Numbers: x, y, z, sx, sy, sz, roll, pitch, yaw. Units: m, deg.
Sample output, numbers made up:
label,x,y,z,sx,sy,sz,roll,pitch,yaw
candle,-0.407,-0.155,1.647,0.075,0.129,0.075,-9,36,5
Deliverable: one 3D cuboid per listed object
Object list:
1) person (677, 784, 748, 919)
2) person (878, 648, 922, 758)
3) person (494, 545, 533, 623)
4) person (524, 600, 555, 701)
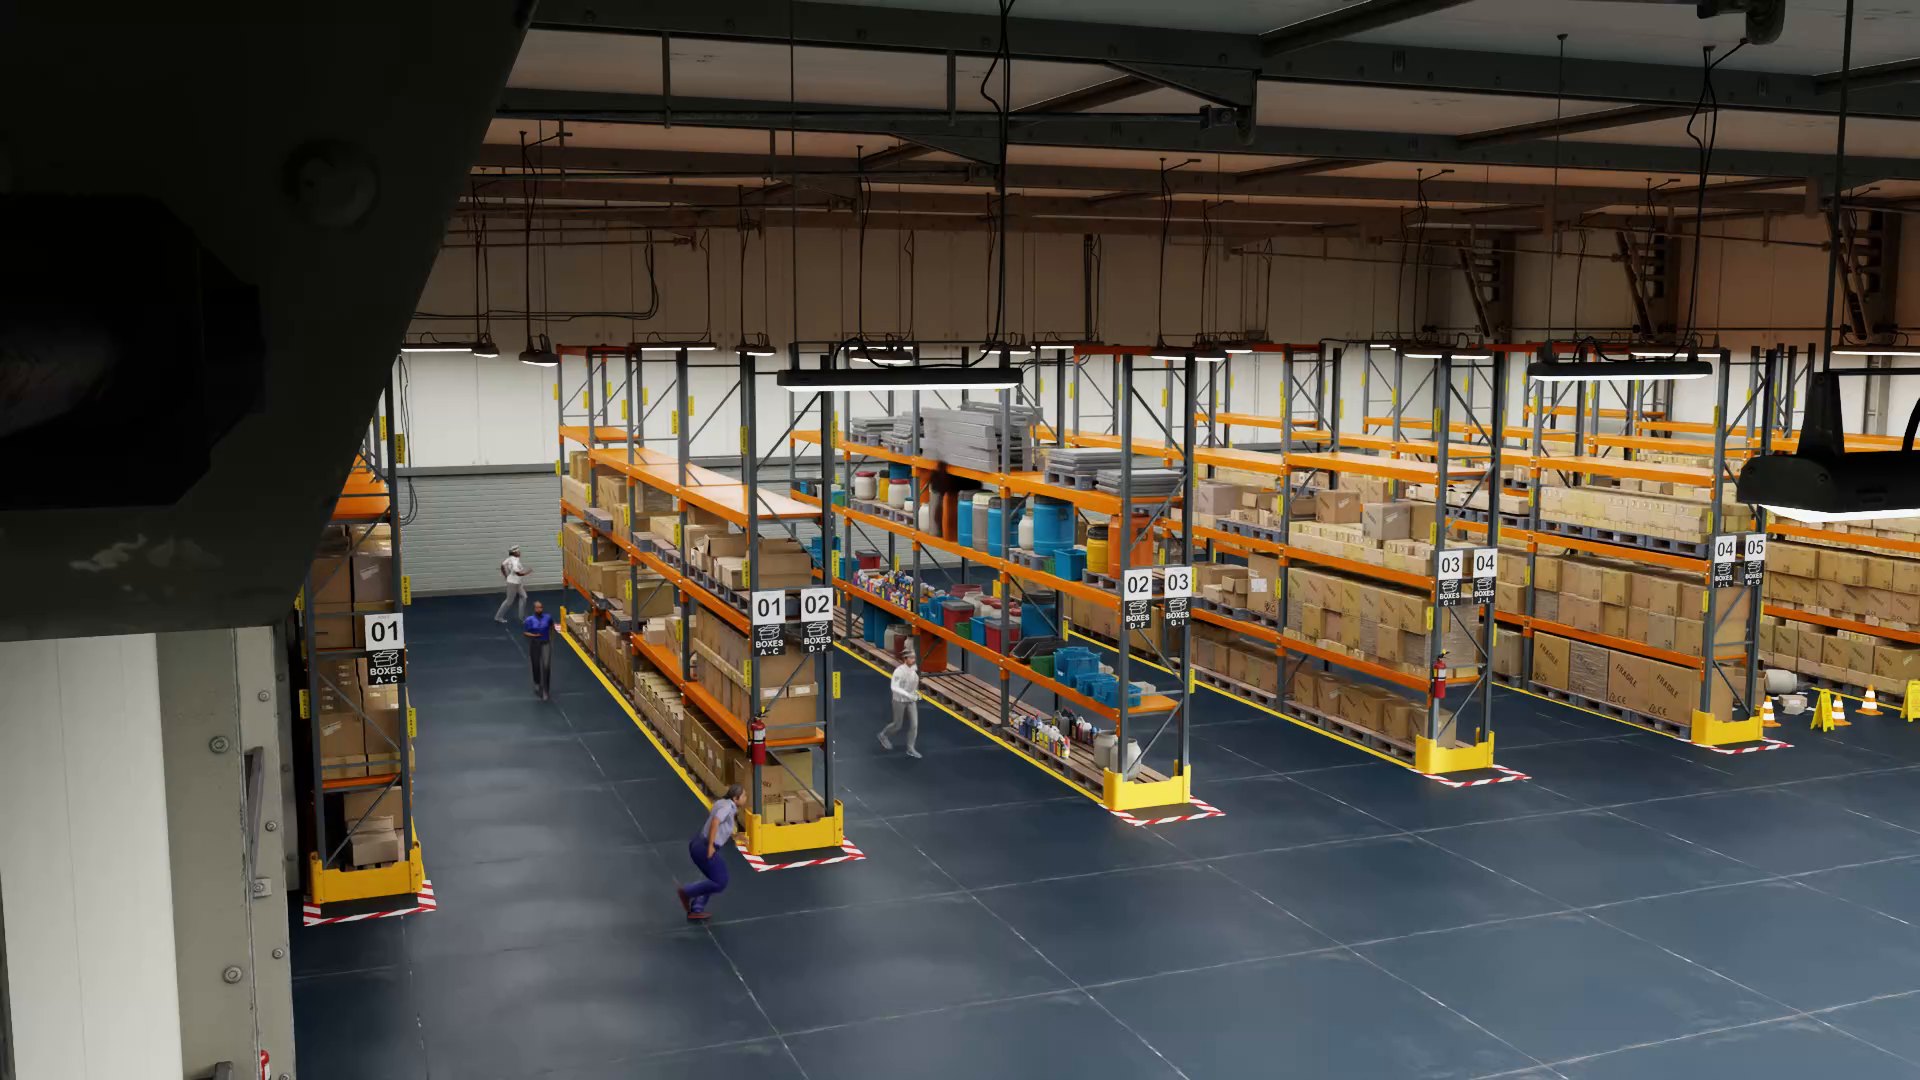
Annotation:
label,x,y,z,sx,sy,sz,roll,pitch,yaw
person,-2.627,3.363,17.821,0.738,1.469,0.633,-2,7,-14
person,-0.887,2.391,24.741,0.601,1.644,0.847,-7,10,-44
person,-9.566,0.974,35.616,0.848,1.748,0.557,-3,8,-20
person,-7.232,1.883,28.617,0.524,1.715,0.848,-2,8,-16
